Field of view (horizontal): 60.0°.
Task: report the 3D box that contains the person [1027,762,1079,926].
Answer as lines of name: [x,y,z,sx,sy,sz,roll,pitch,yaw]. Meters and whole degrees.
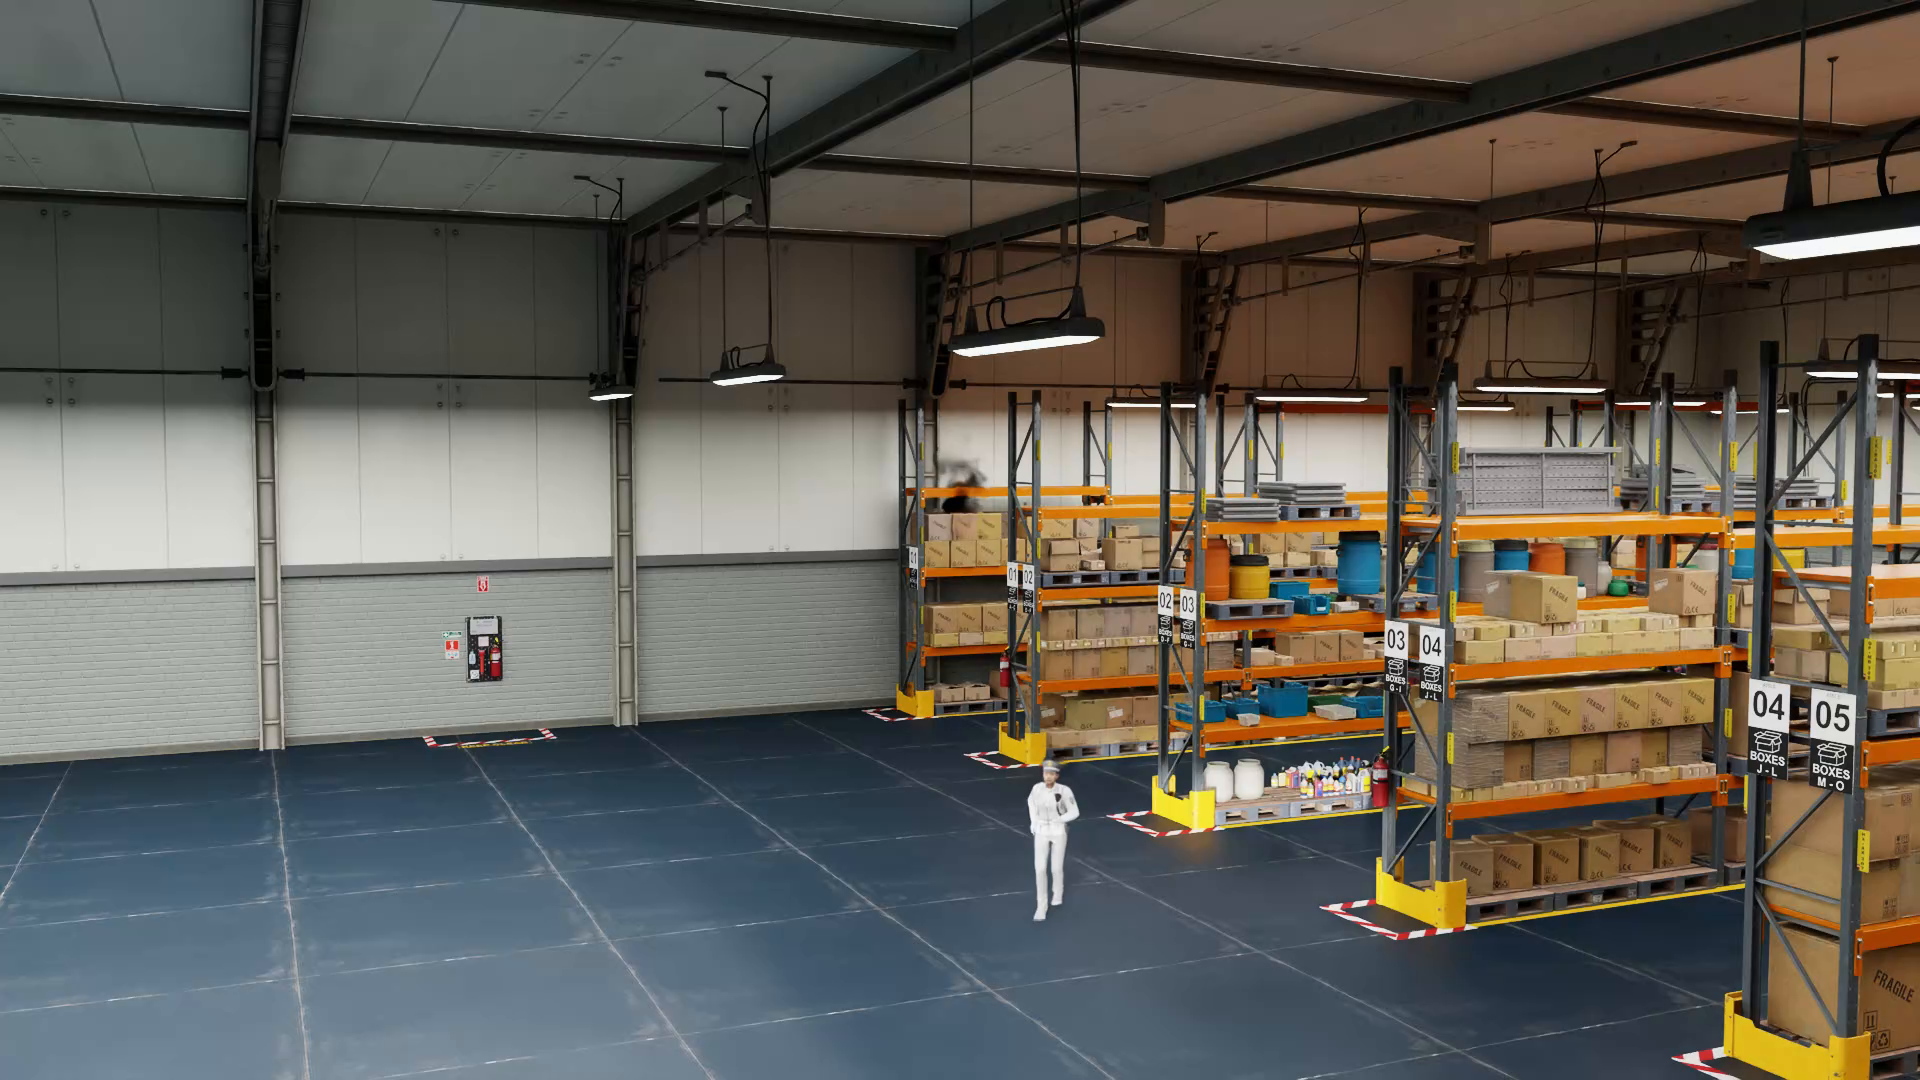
person: [0.994,3.255,18.118,0.615,1.718,0.843,1,3,13]
